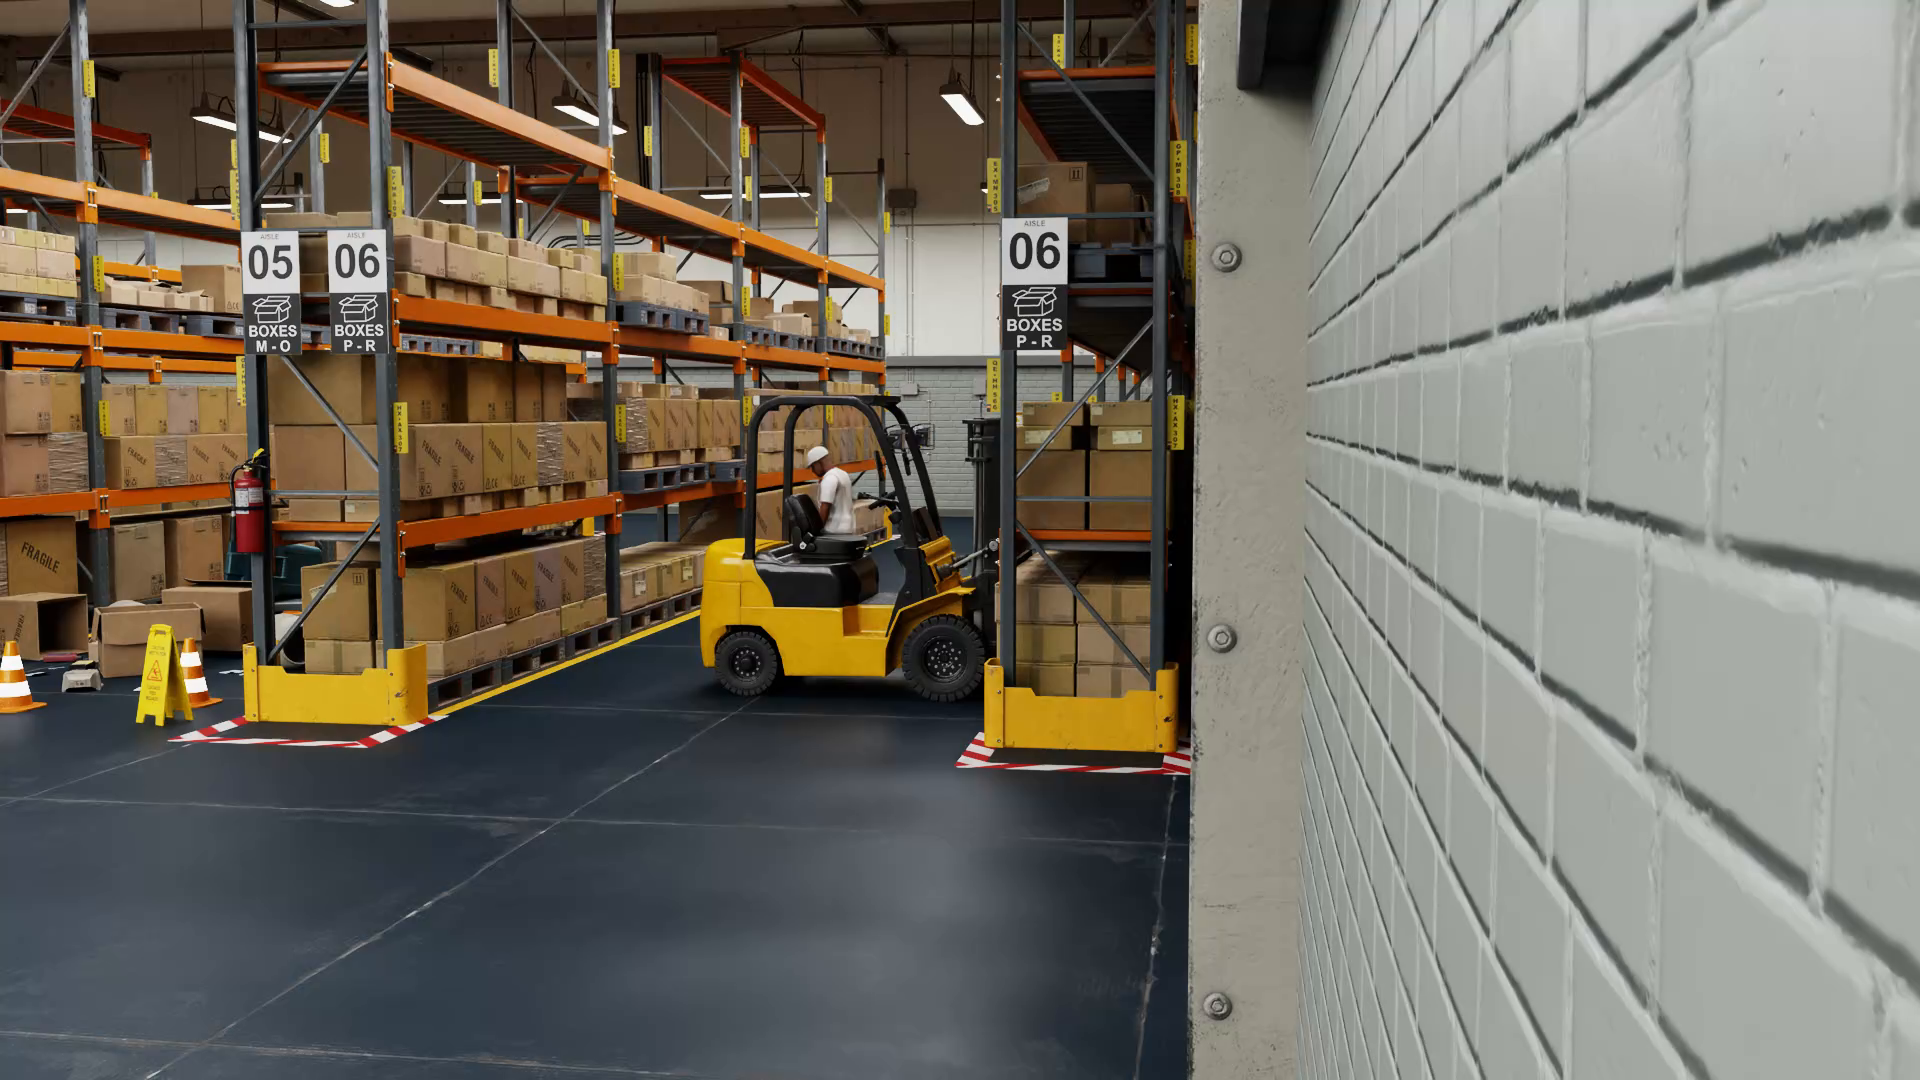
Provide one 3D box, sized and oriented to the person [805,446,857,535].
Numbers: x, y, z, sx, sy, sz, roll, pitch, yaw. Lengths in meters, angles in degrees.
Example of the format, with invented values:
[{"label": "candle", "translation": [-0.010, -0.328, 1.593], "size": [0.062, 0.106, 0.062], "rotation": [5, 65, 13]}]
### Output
[{"label": "person", "translation": [-1.294, -0.083, 16.538], "size": [0.491, 1.696, 0.598], "rotation": [1, 5, 10]}]
